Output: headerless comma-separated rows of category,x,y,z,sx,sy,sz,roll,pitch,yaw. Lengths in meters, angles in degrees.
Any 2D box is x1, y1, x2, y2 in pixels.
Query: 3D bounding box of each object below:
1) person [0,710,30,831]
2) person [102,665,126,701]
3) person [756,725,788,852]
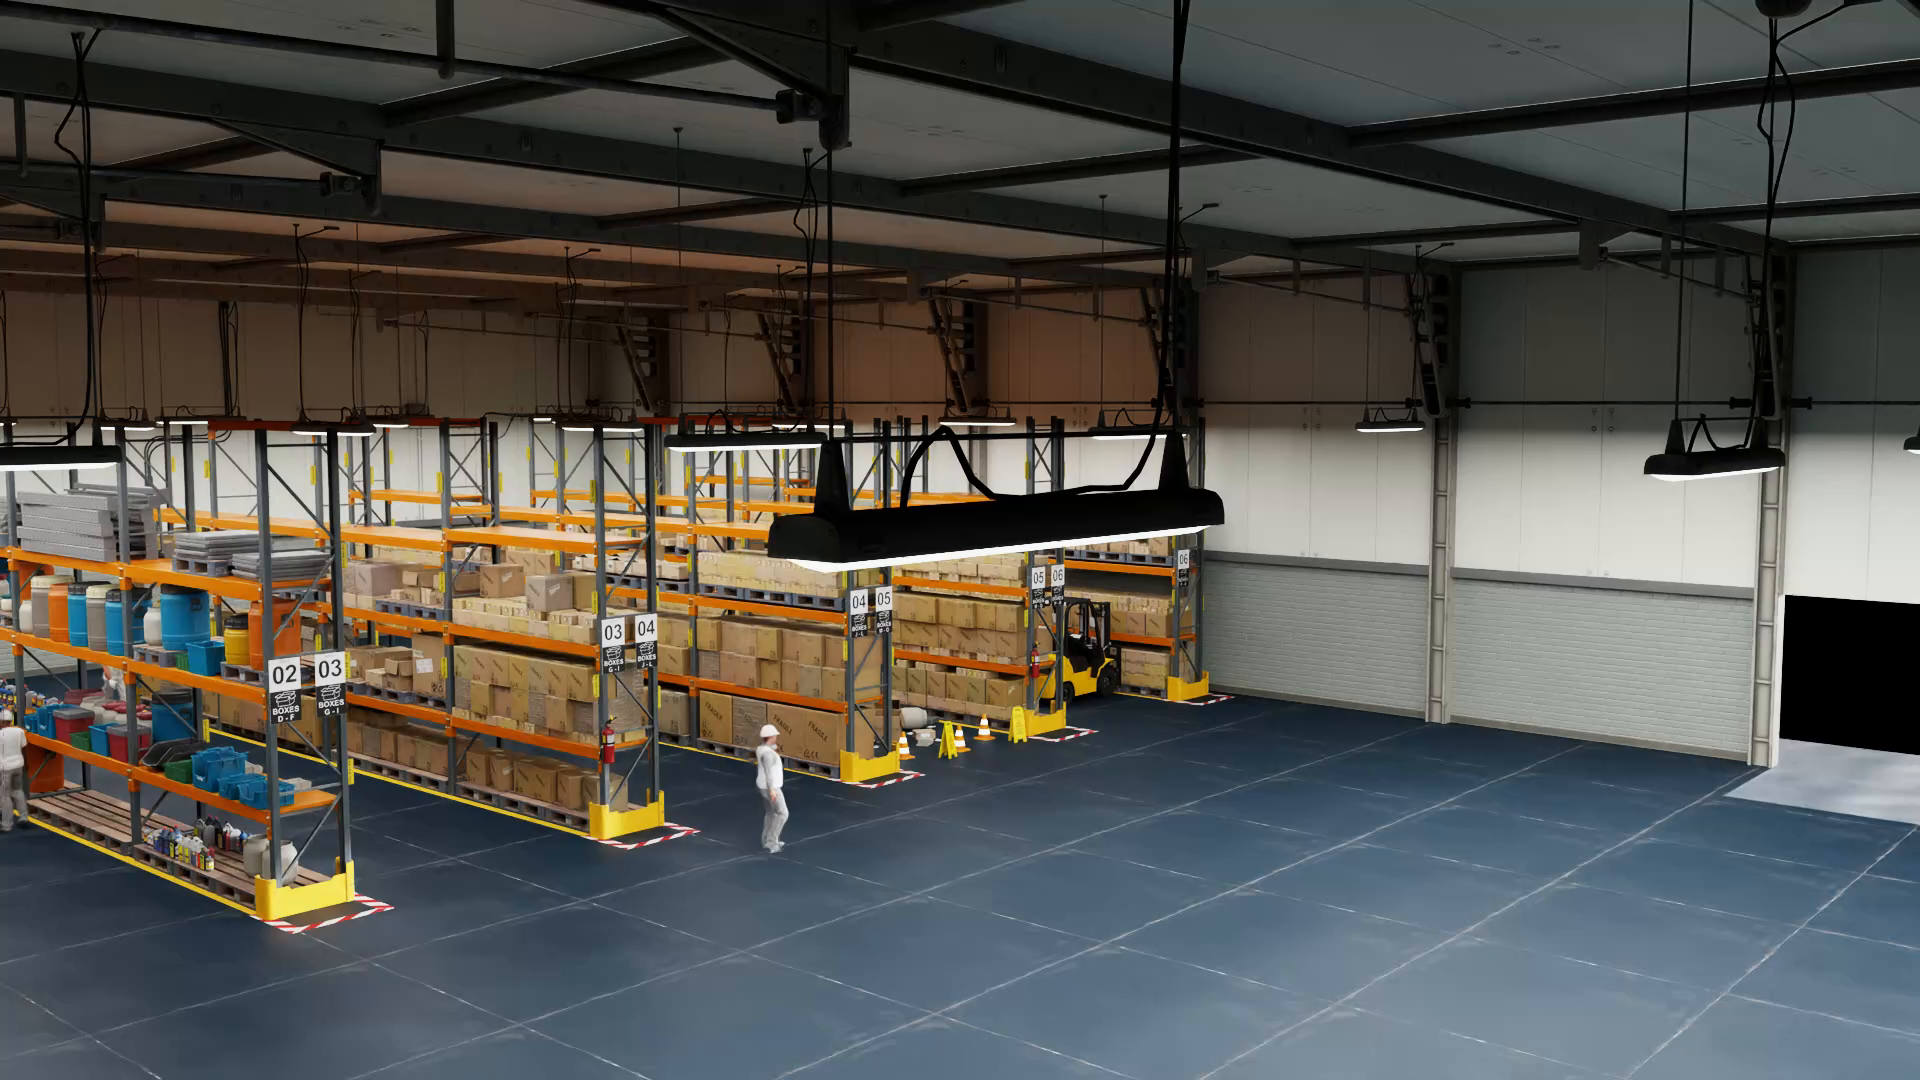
person,-14.077,3.385,24.616,0.384,1.769,0.660,2,5,27
person,-16.502,2.744,32.463,0.994,1.749,0.484,4,6,42
person,-2.675,3.524,23.602,0.408,1.825,0.580,-1,5,-17
